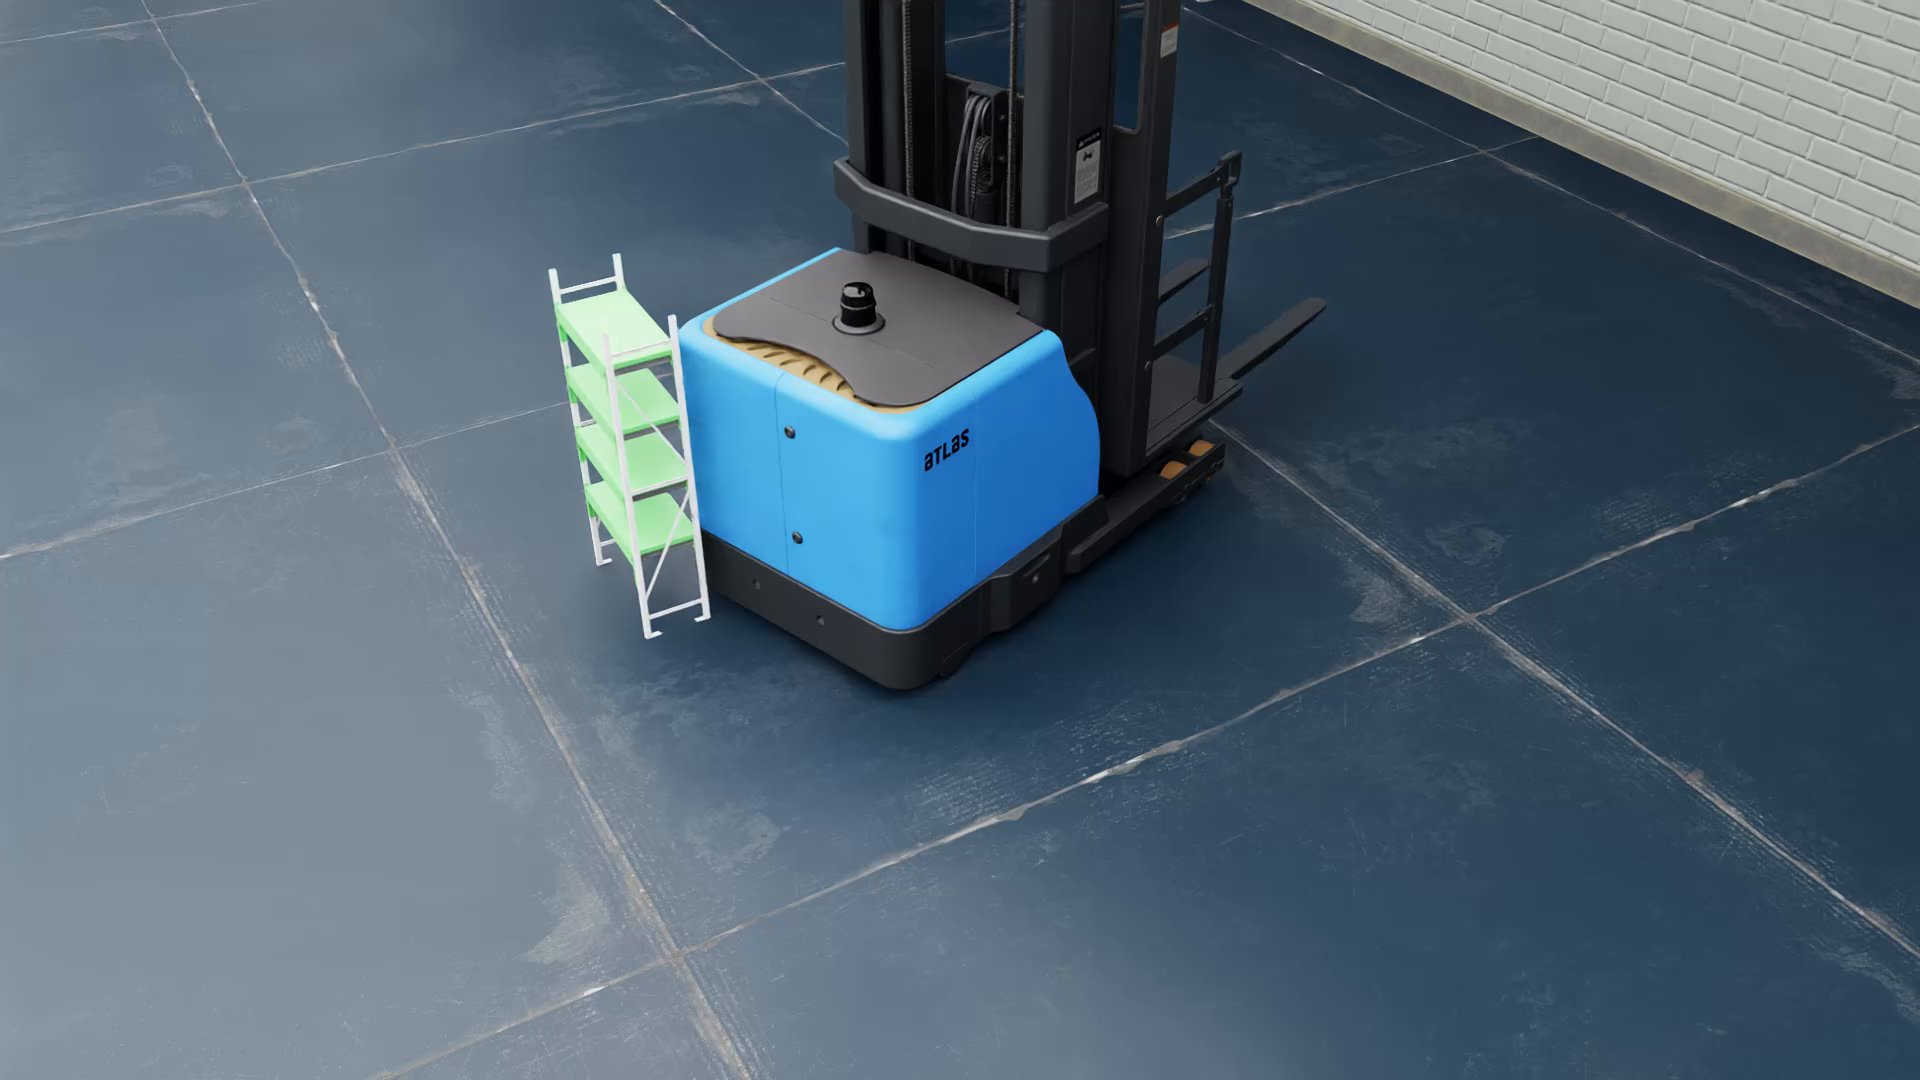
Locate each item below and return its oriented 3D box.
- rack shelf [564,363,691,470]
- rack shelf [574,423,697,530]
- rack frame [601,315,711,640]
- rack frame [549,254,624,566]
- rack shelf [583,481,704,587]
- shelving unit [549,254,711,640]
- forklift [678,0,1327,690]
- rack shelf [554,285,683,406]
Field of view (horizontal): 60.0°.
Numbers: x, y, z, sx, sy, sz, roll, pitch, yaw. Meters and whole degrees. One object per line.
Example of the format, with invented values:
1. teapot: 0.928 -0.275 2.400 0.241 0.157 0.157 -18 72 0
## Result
1. rack shelf: -1.111 -0.444 5.542 0.258 0.148 0.480 -19 40 -24
2. rack shelf: -1.111 -0.251 5.684 0.258 0.148 0.480 -19 40 -24
3. rack frame: -0.989 -0.177 5.475 0.240 1.200 0.015 -19 40 -24
4. rack frame: -1.232 -0.427 5.817 0.240 1.200 0.015 -19 40 -24
5. rack shelf: -1.110 -0.057 5.826 0.258 0.148 0.480 -19 40 -24
6. shelving unit: -1.111 -0.302 5.646 0.258 1.200 0.503 -19 40 -24
7. forklift: 0.390 -1.492 5.808 1.130 2.935 3.031 26 44 31
8. rack shelf: -1.111 -0.638 5.401 0.258 0.148 0.480 -19 40 -24
